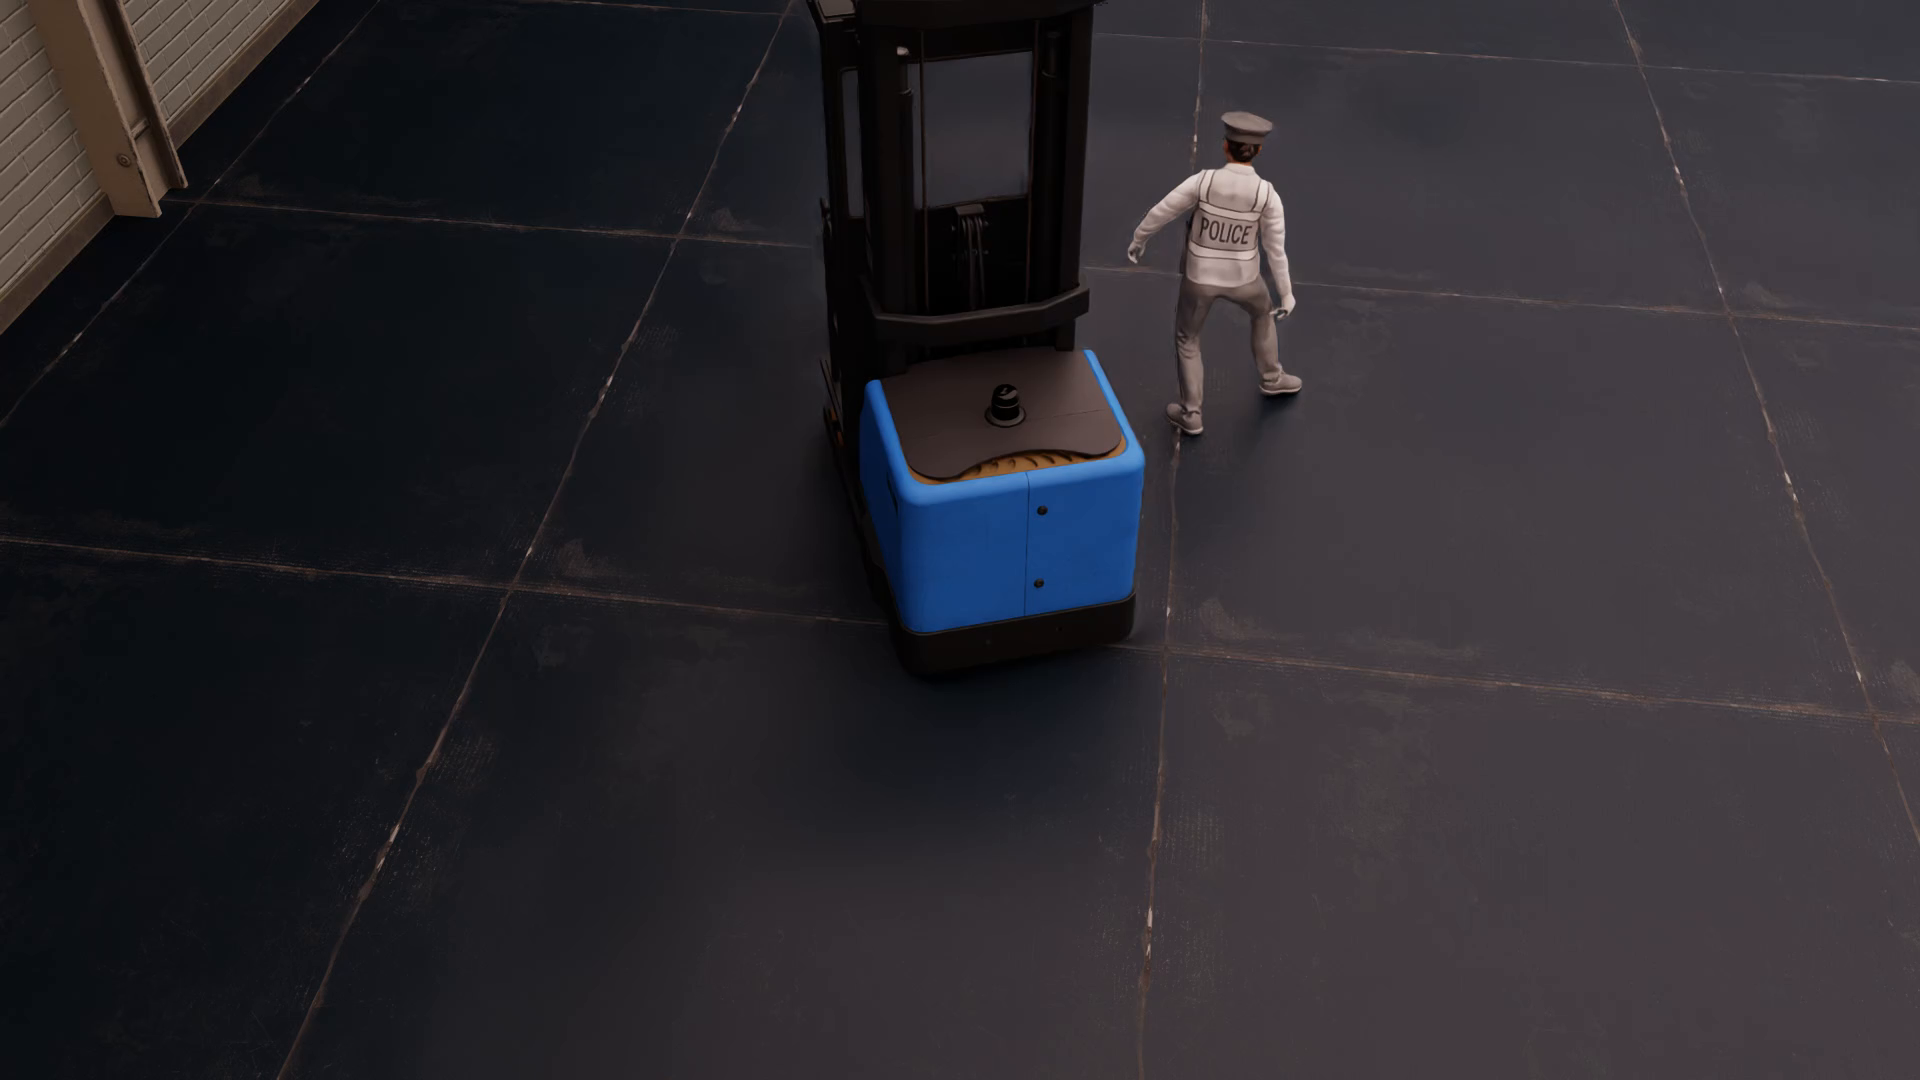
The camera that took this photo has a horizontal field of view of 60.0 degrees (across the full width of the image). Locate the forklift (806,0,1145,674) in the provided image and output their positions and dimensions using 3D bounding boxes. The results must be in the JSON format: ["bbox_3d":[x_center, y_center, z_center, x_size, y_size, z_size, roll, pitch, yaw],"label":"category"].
[{"bbox_3d":[-0.069,-1.513,7.372,1.130,2.935,3.031,-9,43,-10],"label":"forklift"}]

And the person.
[{"bbox_3d":[1.292,-1.284,8.118,0.965,1.619,0.561,5,43,6],"label":"person"}]
